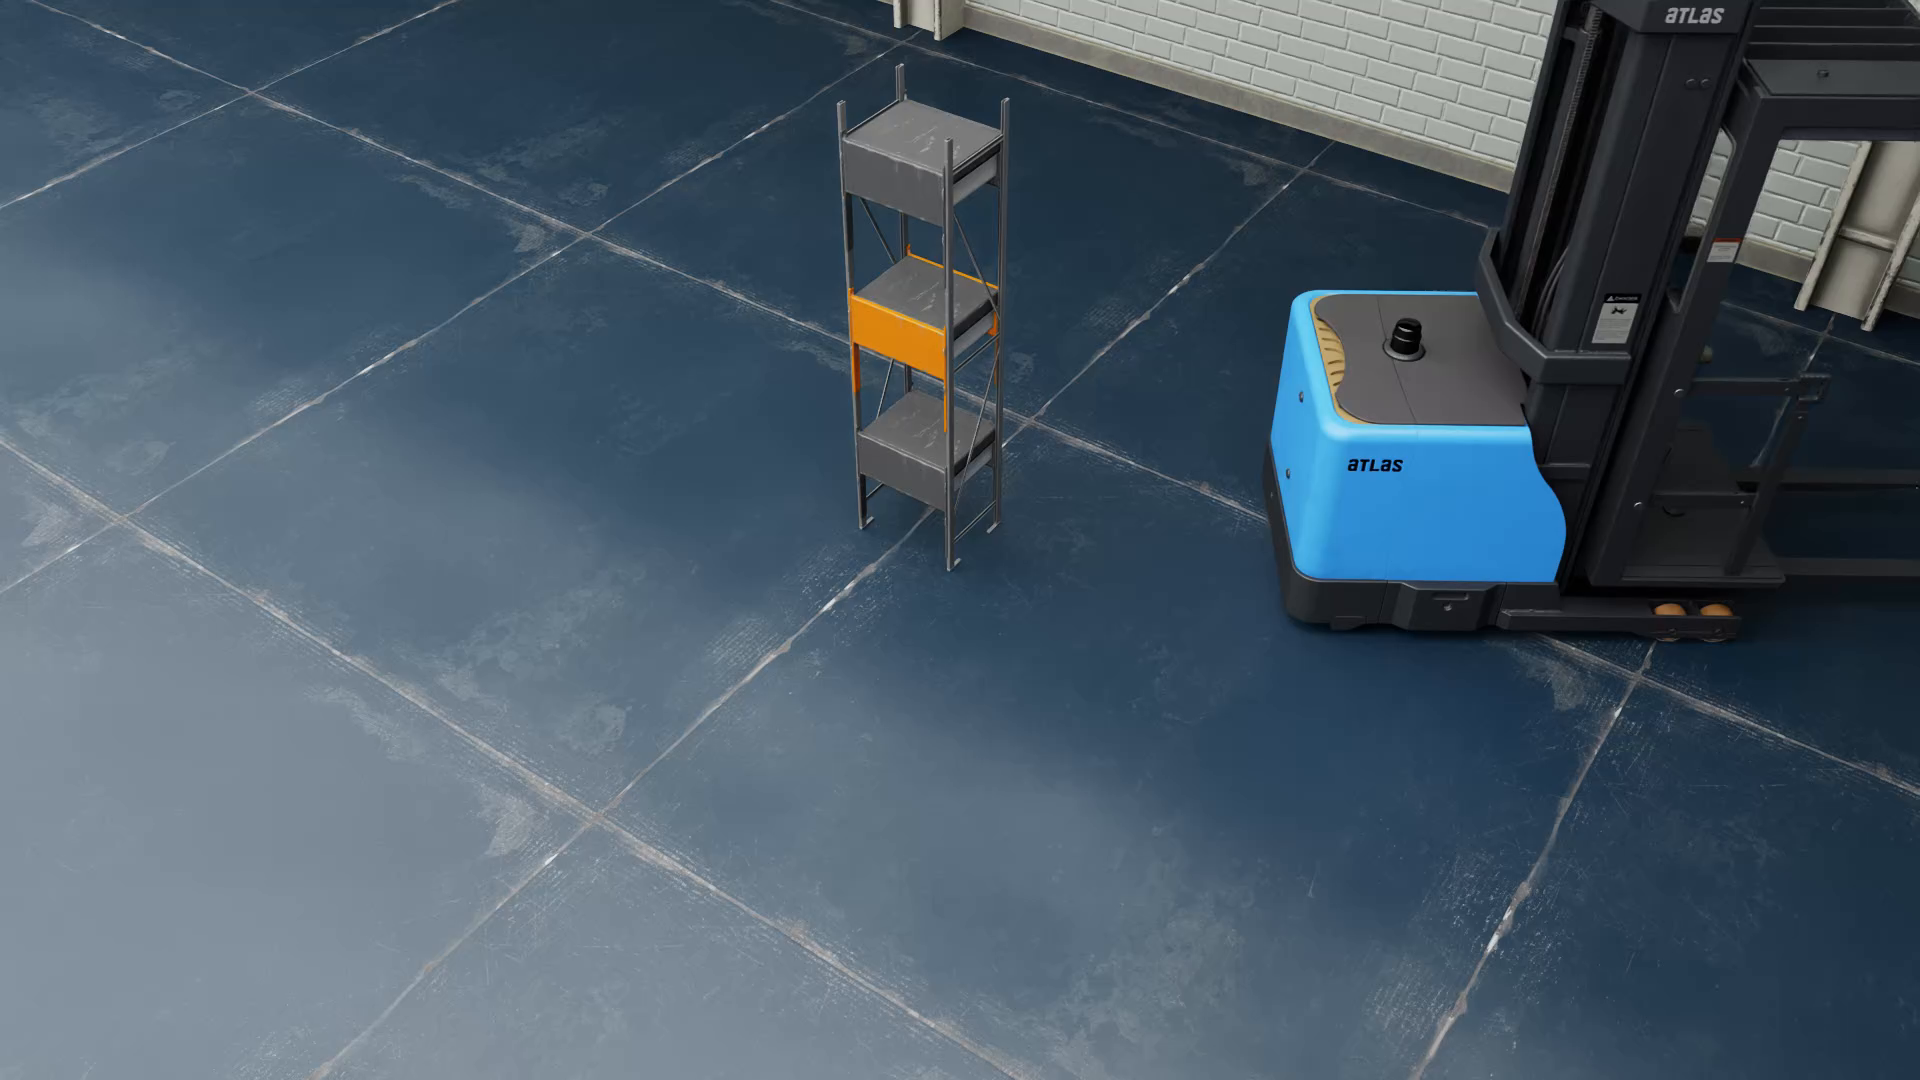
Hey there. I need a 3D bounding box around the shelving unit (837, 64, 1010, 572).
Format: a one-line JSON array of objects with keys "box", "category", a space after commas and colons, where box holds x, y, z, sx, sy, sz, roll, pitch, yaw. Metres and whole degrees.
[{"box": [-0.136, -0.846, 6.869, 0.503, 2.100, 0.431, 25, 48, 25], "category": "shelving unit"}]

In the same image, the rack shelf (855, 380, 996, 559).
[{"box": [-0.136, -0.314, 7.345, 0.480, 0.518, 0.431, 25, 48, 25], "category": "rack shelf"}]

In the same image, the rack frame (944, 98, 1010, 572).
[{"box": [0.064, -0.752, 6.765, 0.015, 2.100, 0.400, 25, 48, 25], "category": "rack frame"}]

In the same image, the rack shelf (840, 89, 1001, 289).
[{"box": [-0.136, -1.357, 6.411, 0.480, 0.518, 0.431, 25, 48, 25], "category": "rack shelf"}]

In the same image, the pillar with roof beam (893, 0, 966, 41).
[{"box": [-2.680, -4.550, 5.835, 0.400, 9.000, 9.100, 25, 48, 25], "category": "pillar with roof beam"}]

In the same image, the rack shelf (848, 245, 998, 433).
[{"box": [-0.136, -0.836, 6.878, 0.480, 0.518, 0.431, 25, 48, 25], "category": "rack shelf"}]

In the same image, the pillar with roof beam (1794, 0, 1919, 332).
[{"box": [2.233, -2.253, 3.267, 0.400, 9.000, 9.100, 25, 48, 25], "category": "pillar with roof beam"}]

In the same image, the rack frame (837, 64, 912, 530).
[{"box": [-0.335, -0.939, 6.973, 0.015, 2.100, 0.400, 25, 48, 25], "category": "rack frame"}]

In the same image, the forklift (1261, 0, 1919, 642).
[{"box": [2.904, -1.021, 6.442, 3.031, 2.935, 1.130, 1, 42, 1], "category": "forklift"}]
